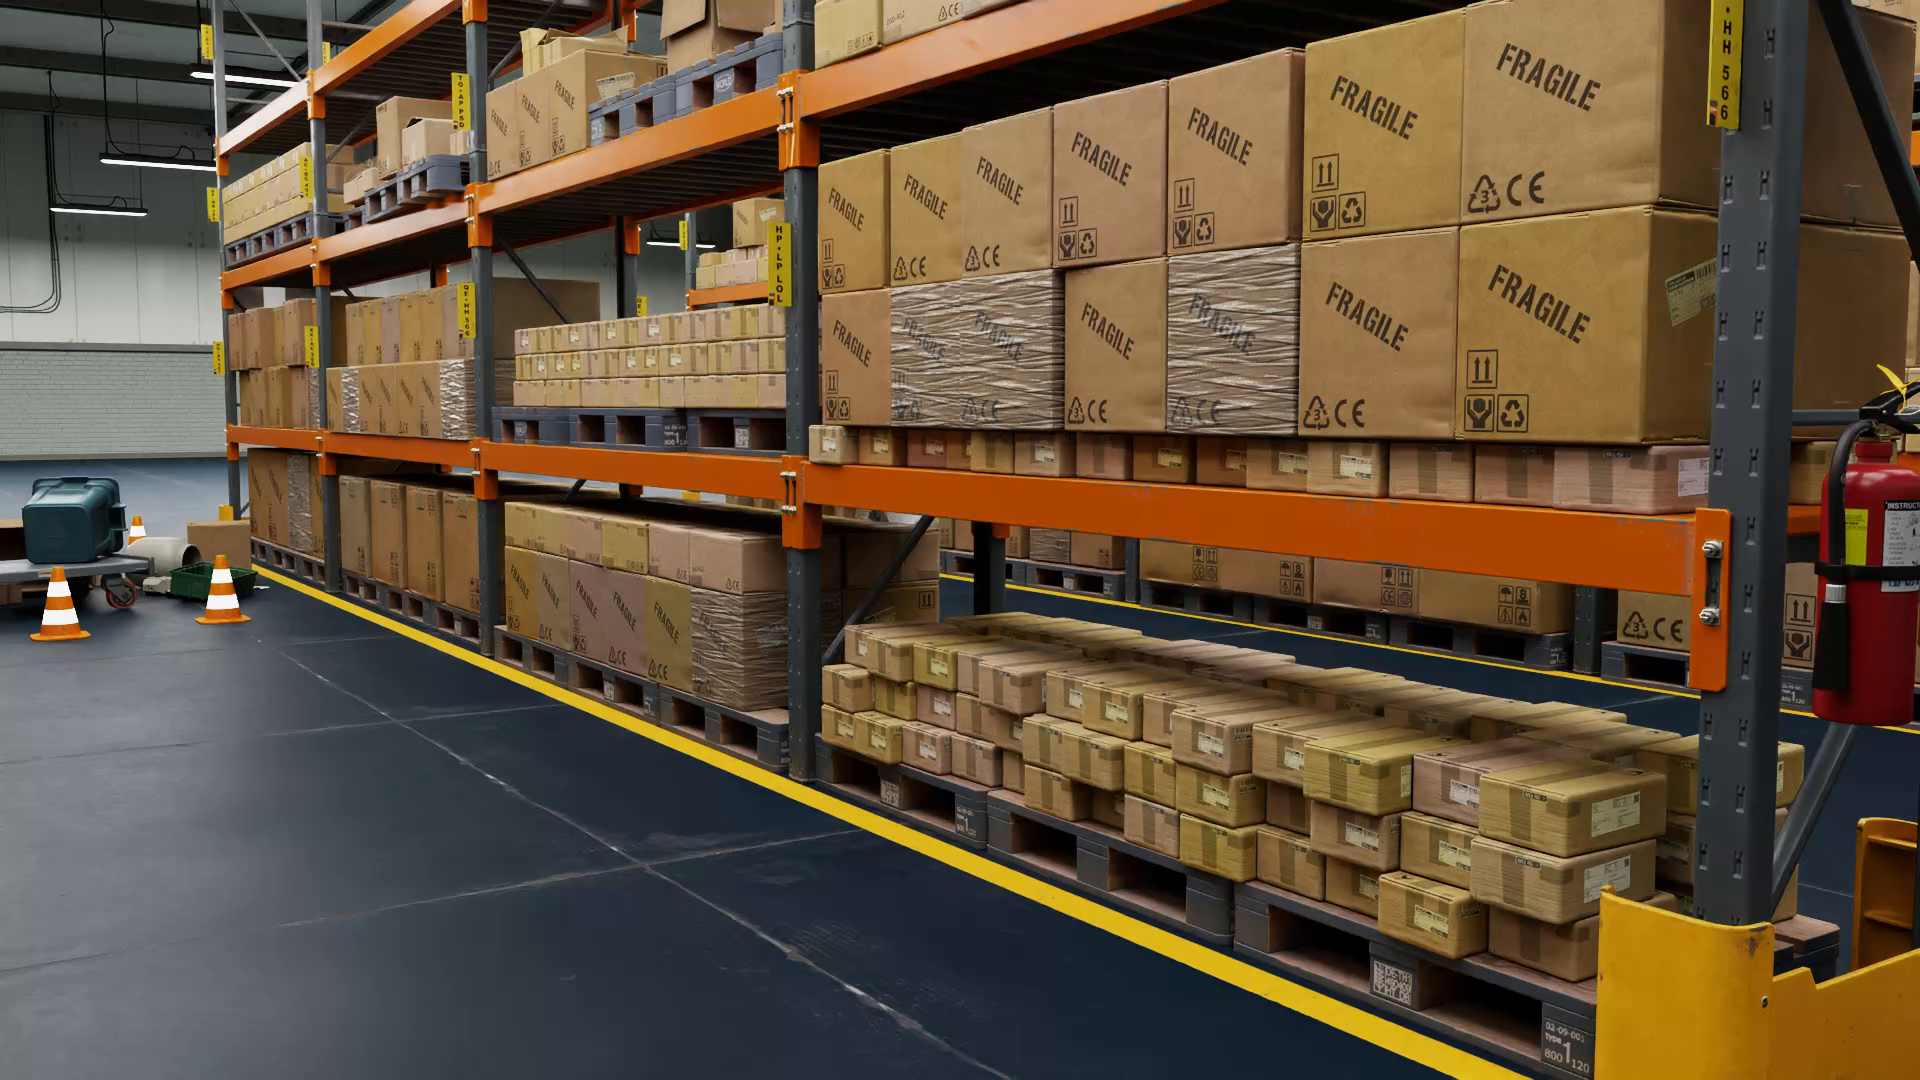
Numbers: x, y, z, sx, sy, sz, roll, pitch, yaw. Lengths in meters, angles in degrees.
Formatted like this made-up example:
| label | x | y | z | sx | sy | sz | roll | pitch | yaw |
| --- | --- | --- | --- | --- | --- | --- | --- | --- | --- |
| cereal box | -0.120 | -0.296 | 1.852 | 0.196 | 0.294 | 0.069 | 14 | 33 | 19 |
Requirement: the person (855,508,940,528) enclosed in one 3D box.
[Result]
| label | x | y | z | sx | sy | sz | roll | pitch | yaw |
| --- | --- | --- | --- | --- | --- | --- | --- | --- | --- |
| person | -0.386 | -0.055 | 9.847 | 0.516 | 1.576 | 0.526 | -3 | 6 | -33 |
